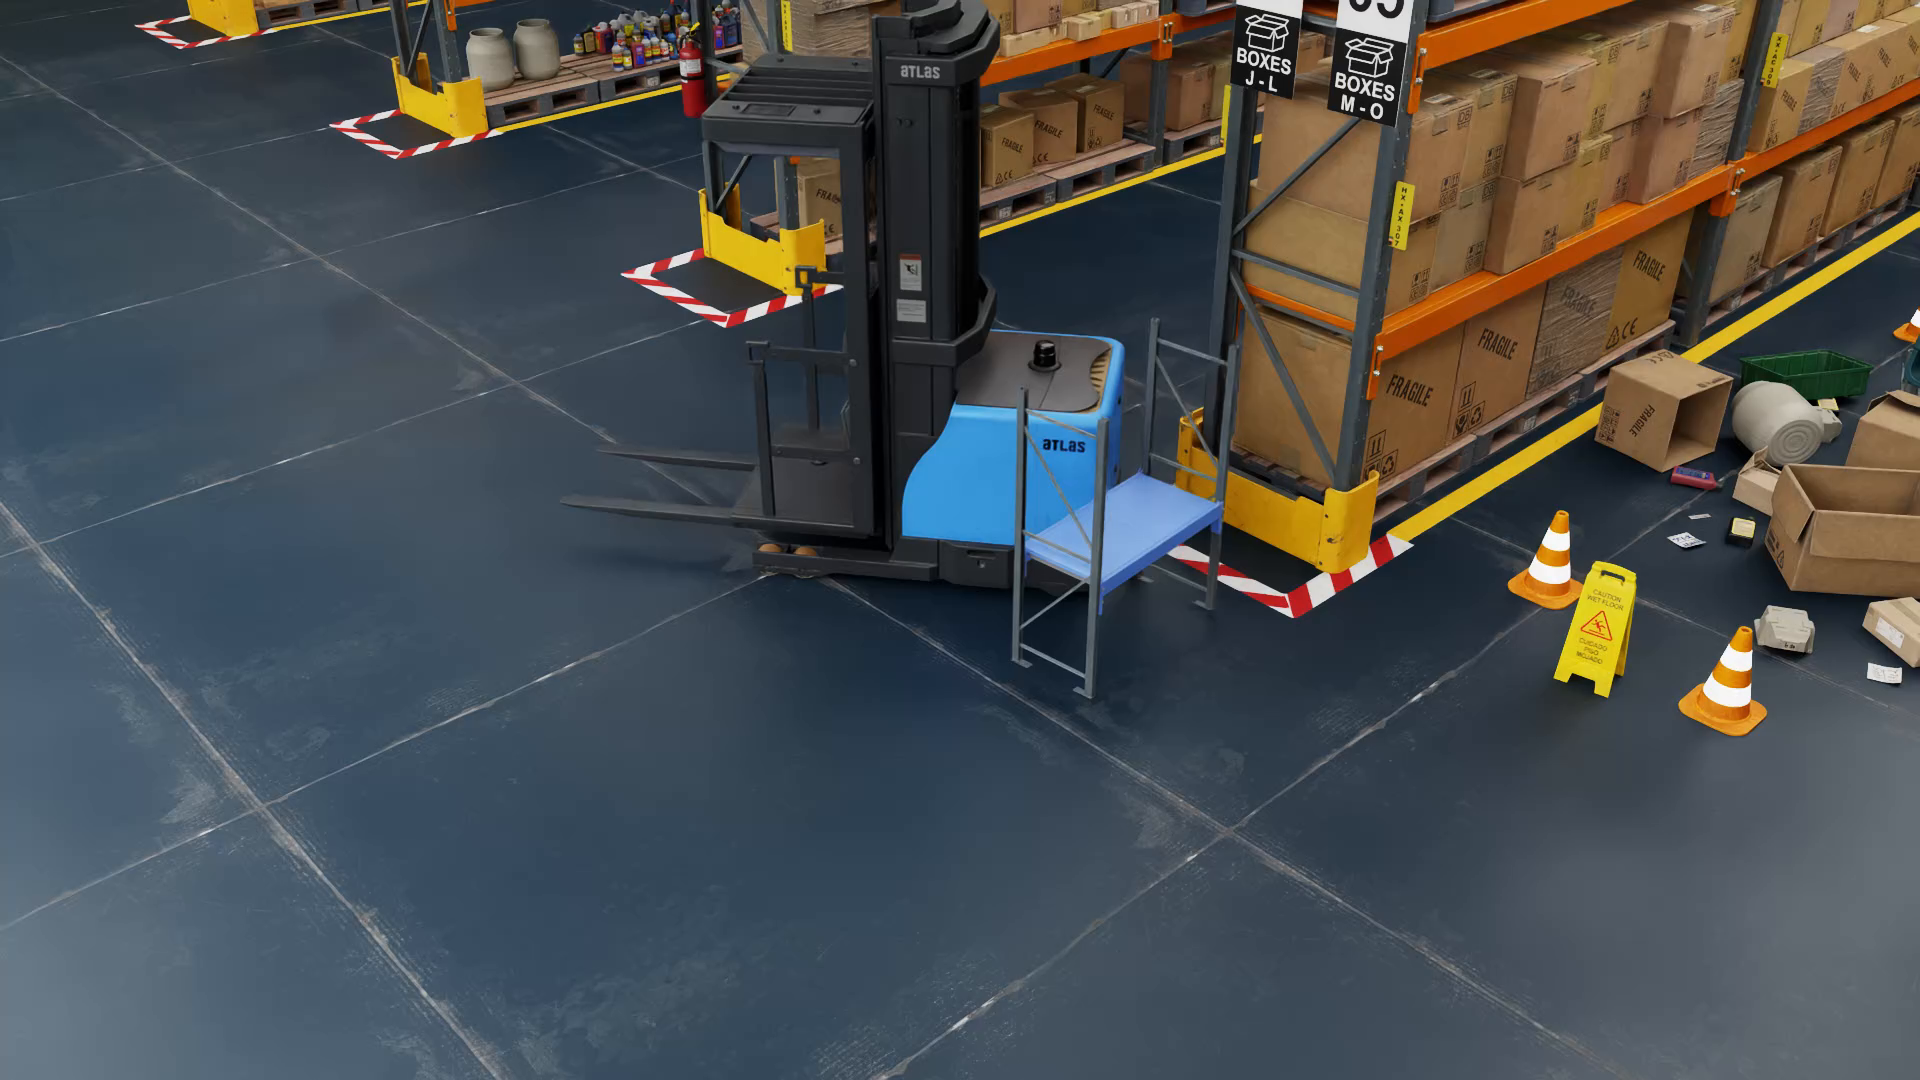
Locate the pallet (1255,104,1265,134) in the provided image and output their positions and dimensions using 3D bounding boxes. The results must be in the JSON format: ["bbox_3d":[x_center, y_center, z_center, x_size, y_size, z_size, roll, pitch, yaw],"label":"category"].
[{"bbox_3d":[2.857,-4.250,15.998,1.213,0.211,1.003,-26,40,-35],"label":"pallet"}]

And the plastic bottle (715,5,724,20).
[{"bbox_3d":[-2.582,-5.635,17.851,0.097,0.201,0.097,0,31,0],"label":"plastic bottle"}]

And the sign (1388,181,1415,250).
[{"bbox_3d":[2.130,-1.565,8.028,0.005,0.325,0.100,-26,40,-35],"label":"sign"}]

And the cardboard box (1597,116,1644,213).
[{"bbox_3d":[3.564,-2.373,10.112,0.550,0.550,0.875,-26,40,-35],"label":"cardboard box"}]

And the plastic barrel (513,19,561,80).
[{"bbox_3d":[-4.110,-4.762,16.145,0.421,0.512,0.421,0,31,0],"label":"plastic barrel"}]

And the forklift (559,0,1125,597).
[{"bbox_3d":[-0.663,-1.309,8.581,3.031,2.935,1.130,5,32,8],"label":"forklift"}]

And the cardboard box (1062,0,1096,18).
[{"bbox_3d":[0.630,-4.598,13.513,0.500,0.500,0.875,-26,40,-35],"label":"cardboard box"}]

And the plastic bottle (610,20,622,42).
[{"bbox_3d":[-3.555,-5.177,17.030,0.135,0.276,0.152,-27,41,-37],"label":"plastic bottle"}]

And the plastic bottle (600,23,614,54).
[{"bbox_3d":[-3.584,-5.090,16.881,0.133,0.283,0.061,-26,40,-35],"label":"plastic bottle"}]

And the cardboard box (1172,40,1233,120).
[{"bbox_3d":[2.220,-4.221,15.252,0.500,0.500,0.700,-26,40,-36],"label":"cardboard box"}]

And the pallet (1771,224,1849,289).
[{"bbox_3d":[6.100,-2.343,12.879,1.213,0.211,1.003,-26,40,-35],"label":"pallet"}]

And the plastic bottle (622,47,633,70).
[{"bbox_3d":[-3.291,-4.758,16.417,0.097,0.201,0.097,0,31,0],"label":"plastic bottle"}]

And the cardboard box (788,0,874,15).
[{"bbox_3d":[-0.952,-3.996,11.570,0.500,0.500,0.500,-26,40,-35],"label":"cardboard box"}]

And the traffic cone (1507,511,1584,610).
[{"bbox_3d":[3.112,0.061,8.706,0.334,0.463,0.336,-26,40,-35],"label":"traffic cone"}]

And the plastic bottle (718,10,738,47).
[{"bbox_3d":[-2.392,-5.273,17.116,0.144,0.351,0.185,27,40,37],"label":"plastic bottle"}]

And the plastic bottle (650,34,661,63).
[{"bbox_3d":[-3.042,-4.909,16.596,0.097,0.271,0.097,0,31,0],"label":"plastic bottle"}]

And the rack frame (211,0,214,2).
[{"bbox_3d":[-8.274,-7.100,17.986,0.127,3.000,1.000,-26,40,-35],"label":"rack frame"}]

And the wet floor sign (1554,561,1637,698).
[{"bbox_3d":[3.082,0.396,7.984,0.267,0.644,0.232,22,37,31],"label":"wet floor sign"}]

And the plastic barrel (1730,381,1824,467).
[{"bbox_3d":[4.902,-0.706,10.000,0.421,0.421,0.512,-1,31,-2],"label":"plastic barrel"}]

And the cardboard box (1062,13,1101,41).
[{"bbox_3d":[0.913,-4.150,13.402,0.250,0.149,0.380,-26,40,-35],"label":"cardboard box"}]

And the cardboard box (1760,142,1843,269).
[{"bbox_3d":[5.795,-2.609,12.396,0.750,0.750,1.050,-26,40,-35],"label":"cardboard box"}]

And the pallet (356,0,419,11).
[{"bbox_3d":[-6.847,-6.628,19.887,1.213,0.211,1.003,-26,40,-35],"label":"pallet"}]

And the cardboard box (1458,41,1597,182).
[{"bbox_3d":[2.899,-2.394,9.112,0.550,0.550,0.875,-26,40,-35],"label":"cardboard box"}]

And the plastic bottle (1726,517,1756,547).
[{"bbox_3d":[4.368,-0.061,9.291,0.133,0.061,0.283,15,34,23],"label":"plastic bottle"}]

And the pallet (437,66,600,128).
[{"bbox_3d":[-4.285,-4.345,16.154,1.213,0.211,1.003,-26,40,-35],"label":"pallet"}]

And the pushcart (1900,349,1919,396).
[{"bbox_3d":[6.543,-0.673,9.988,1.648,0.377,0.936,15,34,23],"label":"pushcart"}]

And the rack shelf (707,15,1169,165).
[{"bbox_3d":[-0.074,-3.712,13.134,4.000,0.370,1.077,-26,40,-35],"label":"rack shelf"}]

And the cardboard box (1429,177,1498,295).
[{"bbox_3d":[2.387,-1.792,9.162,0.550,0.550,0.875,-26,40,-35],"label":"cardboard box"}]

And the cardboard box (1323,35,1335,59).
[{"bbox_3d":[3.450,-4.821,16.233,0.700,0.500,0.500,25,40,35],"label":"cardboard box"}]

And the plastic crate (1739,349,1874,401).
[{"bbox_3d":[5.454,-1.057,10.743,0.662,0.188,0.450,-7,22,-11],"label":"plastic crate"}]

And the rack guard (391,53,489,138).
[{"bbox_3d":[-4.885,-4.182,15.611,0.348,0.500,1.175,-26,40,-35],"label":"rack guard"}]

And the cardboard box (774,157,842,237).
[{"bbox_3d":[-1.072,-2.637,12.681,0.500,0.500,0.500,-18,36,-27],"label":"cardboard box"}]

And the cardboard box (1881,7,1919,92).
[{"bbox_3d":[6.743,-3.640,12.232,0.500,0.500,0.500,-27,40,-36],"label":"cardboard box"}]

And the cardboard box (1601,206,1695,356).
[{"bbox_3d":[4.182,-1.871,11.069,0.875,0.875,0.875,-25,39,-35],"label":"cardboard box"}]

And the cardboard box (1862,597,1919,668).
[{"bbox_3d":[4.784,0.461,8.354,0.250,0.149,0.380,-7,32,-11],"label":"cardboard box"}]

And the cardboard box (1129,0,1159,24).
[{"bbox_3d":[1.434,-4.432,13.864,0.250,0.149,0.380,-26,40,-35],"label":"cardboard box"}]

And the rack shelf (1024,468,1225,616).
[{"bbox_3d":[0.793,-0.009,8.171,0.538,0.185,1.000,25,39,35],"label":"rack shelf"}]

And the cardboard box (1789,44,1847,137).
[{"bbox_3d":[5.629,-3.100,11.349,0.500,0.500,0.500,-25,40,-35],"label":"cardboard box"}]

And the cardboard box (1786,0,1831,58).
[{"bbox_3d":[5.426,-3.626,11.250,0.500,0.500,0.700,-27,40,-36],"label":"cardboard box"}]

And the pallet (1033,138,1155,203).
[{"bbox_3d":[0.924,-3.287,14.422,1.213,0.211,1.003,-26,40,-35],"label":"pallet"}]

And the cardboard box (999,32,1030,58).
[{"bbox_3d":[0.325,-3.906,13.003,0.250,0.149,0.380,-26,40,-35],"label":"cardboard box"}]

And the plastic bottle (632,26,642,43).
[{"bbox_3d":[-3.322,-5.175,17.098,0.097,0.201,0.097,0,31,0],"label":"plastic bottle"}]

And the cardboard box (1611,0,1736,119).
[{"bbox_3d":[4.072,-2.962,10.040,0.550,0.550,0.875,-26,40,-35],"label":"cardboard box"}]

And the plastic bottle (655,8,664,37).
[{"bbox_3d":[-3.137,-5.414,17.411,0.133,0.283,0.061,-24,39,-33],"label":"plastic bottle"}]

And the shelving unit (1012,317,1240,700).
[{"bbox_3d":[0.793,-0.162,8.078,0.538,1.500,1.048,25,39,35],"label":"shelving unit"}]

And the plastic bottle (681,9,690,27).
[{"bbox_3d":[-2.874,-5.421,17.434,0.097,0.271,0.097,0,31,0],"label":"plastic bottle"}]

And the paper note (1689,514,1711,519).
[{"bbox_3d":[4.209,-0.134,9.459,0.123,0.001,0.032,-7,32,-11],"label":"paper note"}]

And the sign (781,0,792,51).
[{"bbox_3d":[-1.172,-3.471,11.221,0.005,0.325,0.100,-26,40,-35],"label":"sign"}]

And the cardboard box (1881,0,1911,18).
[{"bbox_3d":[6.543,-4.165,12.131,0.500,0.500,0.700,-27,40,-36],"label":"cardboard box"}]

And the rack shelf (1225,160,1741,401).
[{"bbox_3d":[3.224,-1.778,9.973,4.000,0.370,1.077,-26,40,-35],"label":"rack shelf"}]

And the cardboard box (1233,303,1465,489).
[{"bbox_3d":[2.210,-0.914,9.504,0.875,0.875,0.875,-26,40,-35],"label":"cardboard box"}]

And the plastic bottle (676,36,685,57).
[{"bbox_3d":[-2.819,-4.987,16.790,0.097,0.201,0.097,0,31,0],"label":"plastic bottle"}]

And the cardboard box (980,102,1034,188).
[{"bbox_3d":[0.255,-3.258,13.696,0.500,0.500,0.500,25,39,35],"label":"cardboard box"}]

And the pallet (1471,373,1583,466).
[{"bbox_3d":[3.185,-0.930,10.569,1.213,0.211,1.003,-26,40,-35],"label":"pallet"}]

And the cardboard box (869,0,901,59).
[{"bbox_3d":[-0.834,-3.887,12.350,0.500,0.500,0.875,-26,40,-35],"label":"cardboard box"}]

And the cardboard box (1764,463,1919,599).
[{"bbox_3d":[4.764,-0.045,8.841,0.797,0.503,0.637,4,32,6],"label":"cardboard box"}]

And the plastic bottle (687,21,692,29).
[{"bbox_3d":[-2.718,-5.160,16.996,0.133,0.283,0.061,-26,40,-35],"label":"plastic bottle"}]

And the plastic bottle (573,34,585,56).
[{"bbox_3d":[-3.860,-5.017,16.840,0.097,0.201,0.097,0,31,0],"label":"plastic bottle"}]

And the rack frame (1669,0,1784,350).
[{"bbox_3d":[4.691,-2.795,10.945,0.127,3.000,1.000,-26,40,-35],"label":"rack frame"}]
